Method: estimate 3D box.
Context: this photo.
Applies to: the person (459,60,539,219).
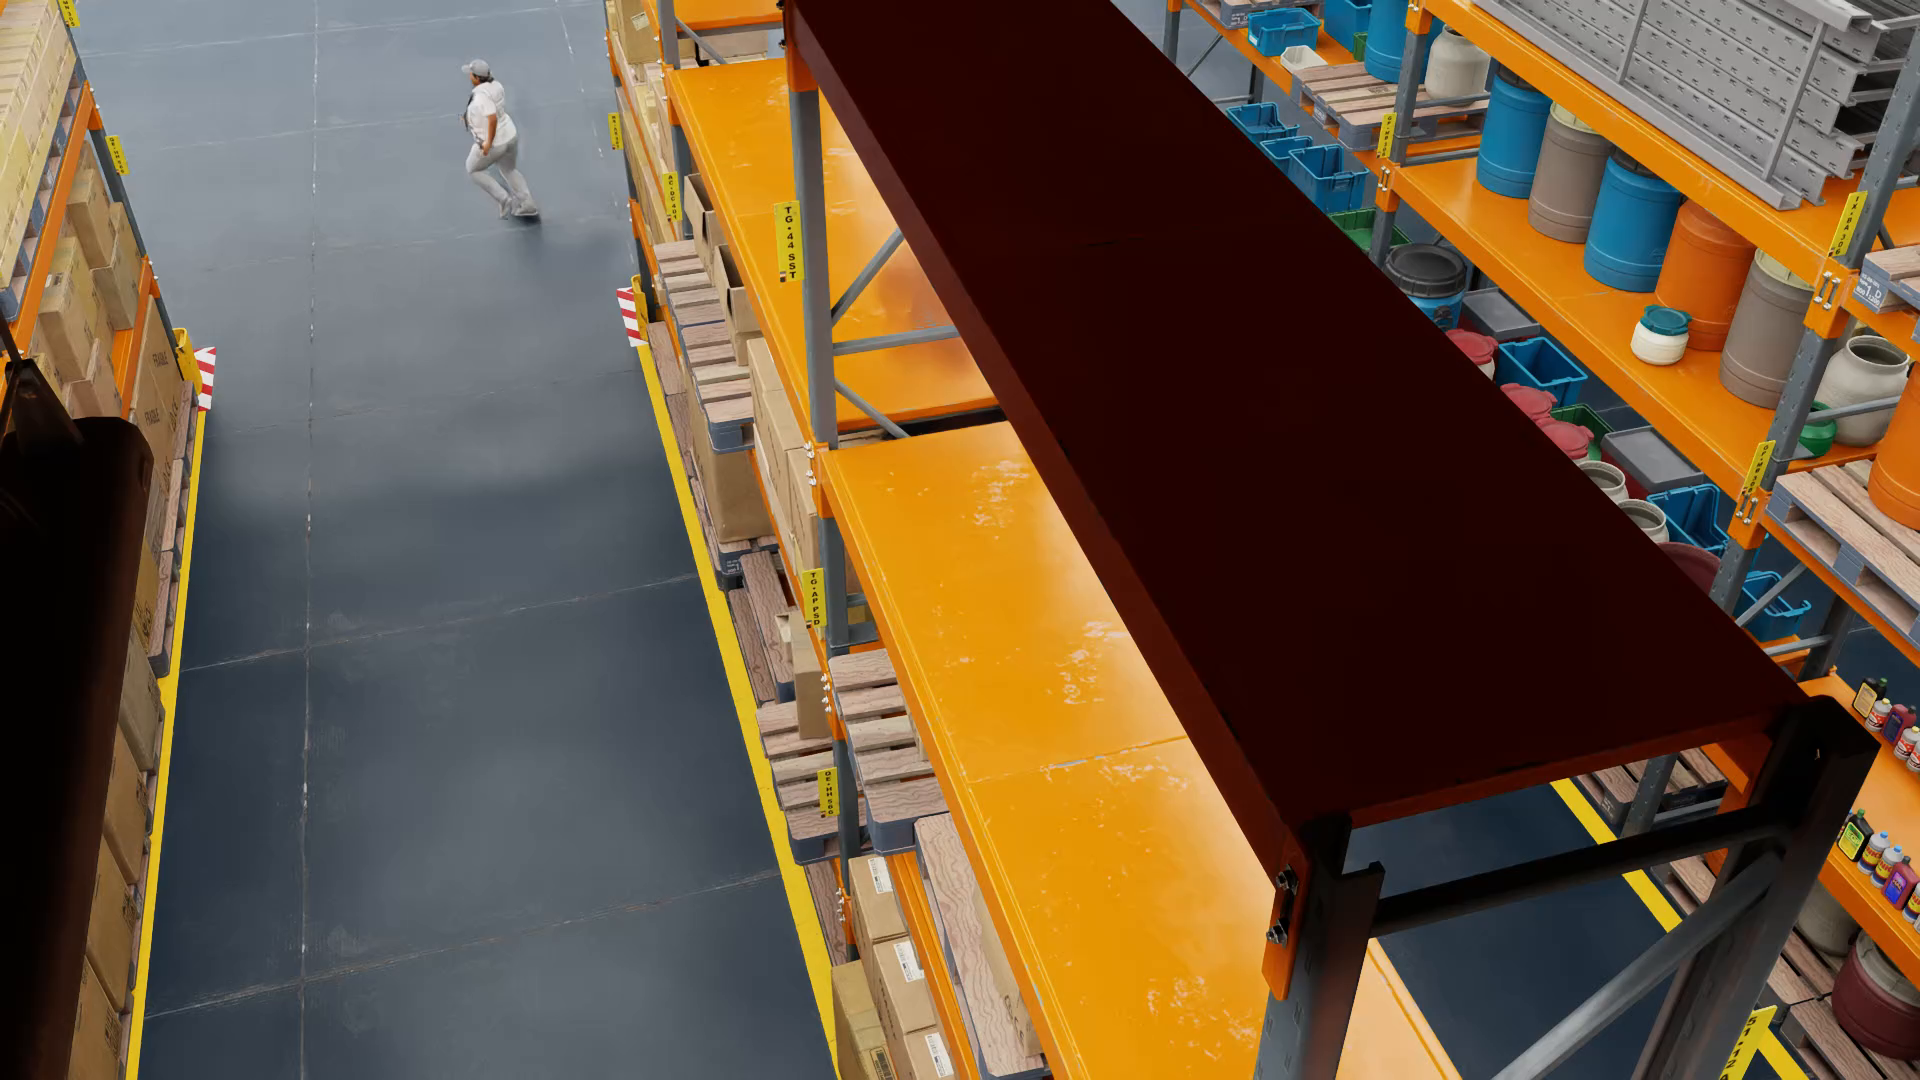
[{"bbox_3d":[-4.649,-3.967,16.503,0.718,1.626,0.577,11,40,14],"label":"person"}]
